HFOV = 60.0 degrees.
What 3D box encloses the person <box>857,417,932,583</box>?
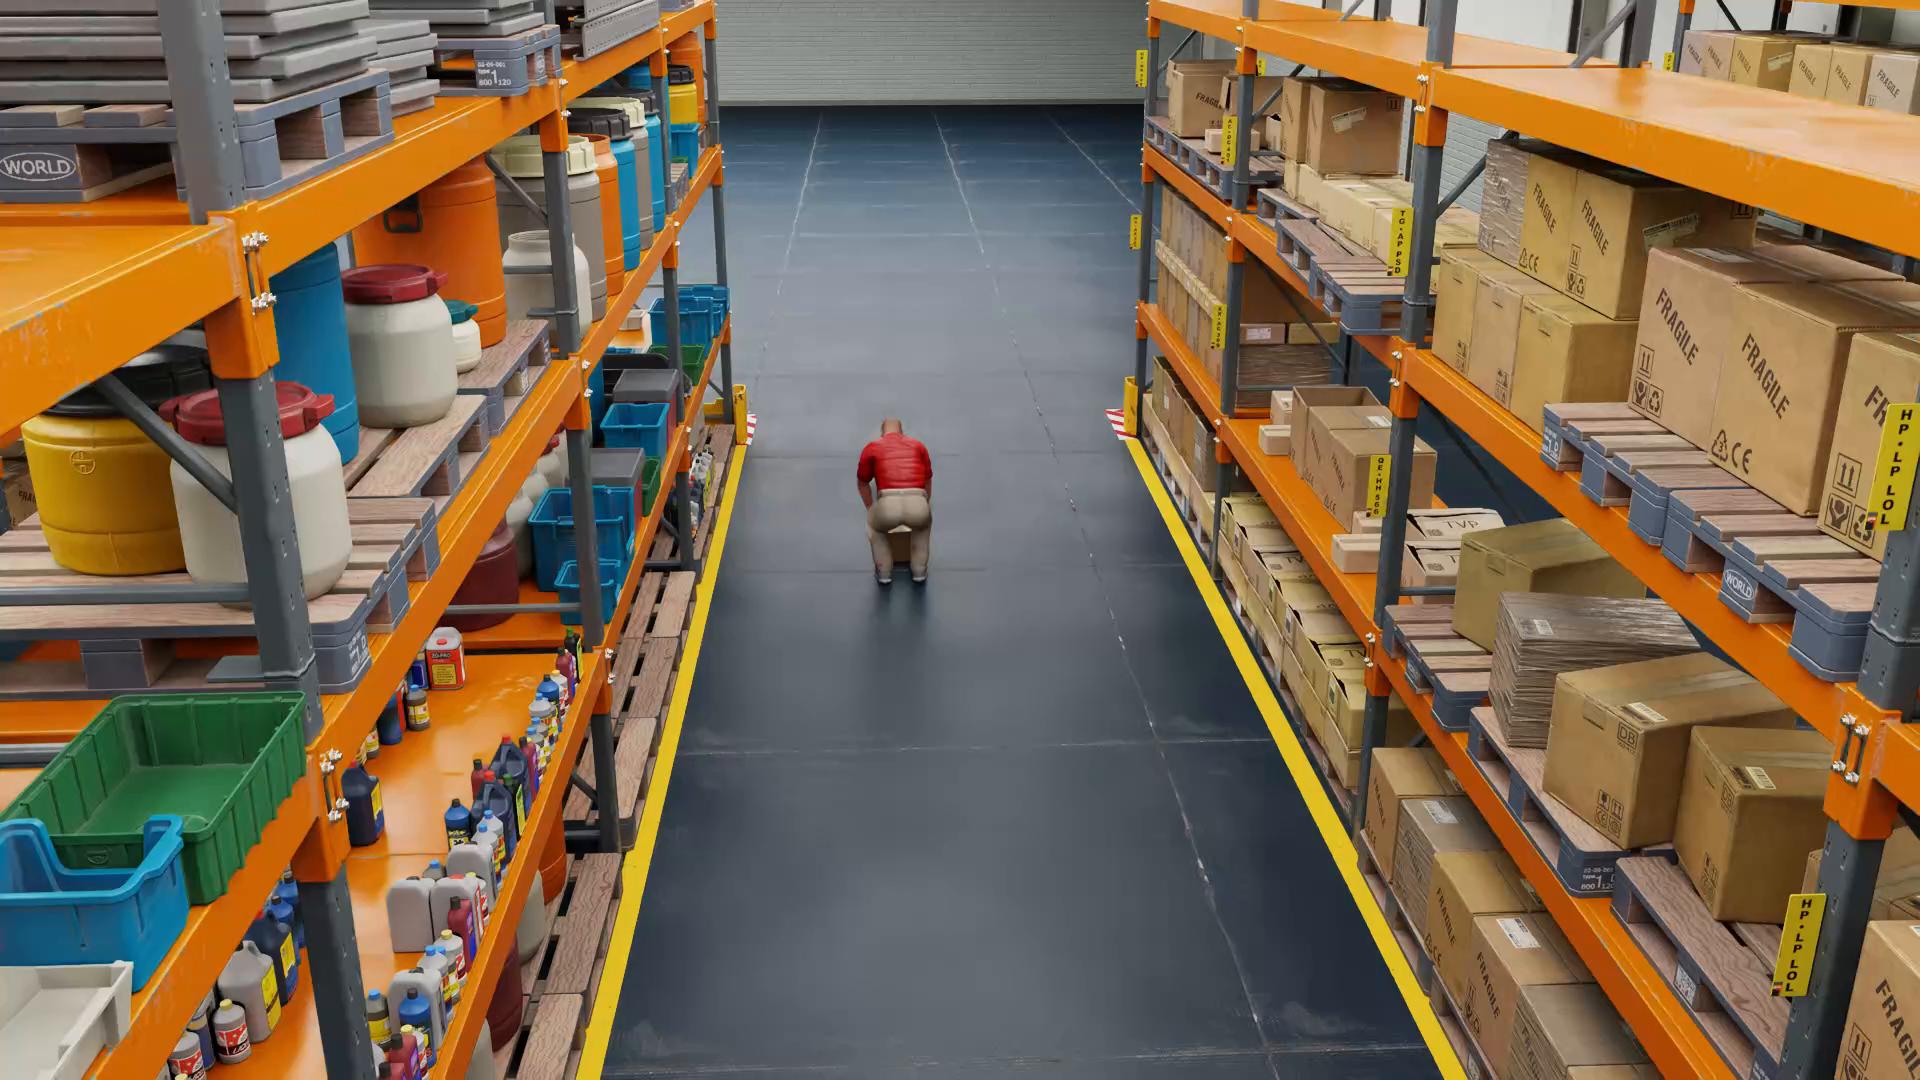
[{"bbox_3d":[-0.491,-0.285,12.688,0.576,1.170,0.814,-1,20,-3],"label":"person"}]
